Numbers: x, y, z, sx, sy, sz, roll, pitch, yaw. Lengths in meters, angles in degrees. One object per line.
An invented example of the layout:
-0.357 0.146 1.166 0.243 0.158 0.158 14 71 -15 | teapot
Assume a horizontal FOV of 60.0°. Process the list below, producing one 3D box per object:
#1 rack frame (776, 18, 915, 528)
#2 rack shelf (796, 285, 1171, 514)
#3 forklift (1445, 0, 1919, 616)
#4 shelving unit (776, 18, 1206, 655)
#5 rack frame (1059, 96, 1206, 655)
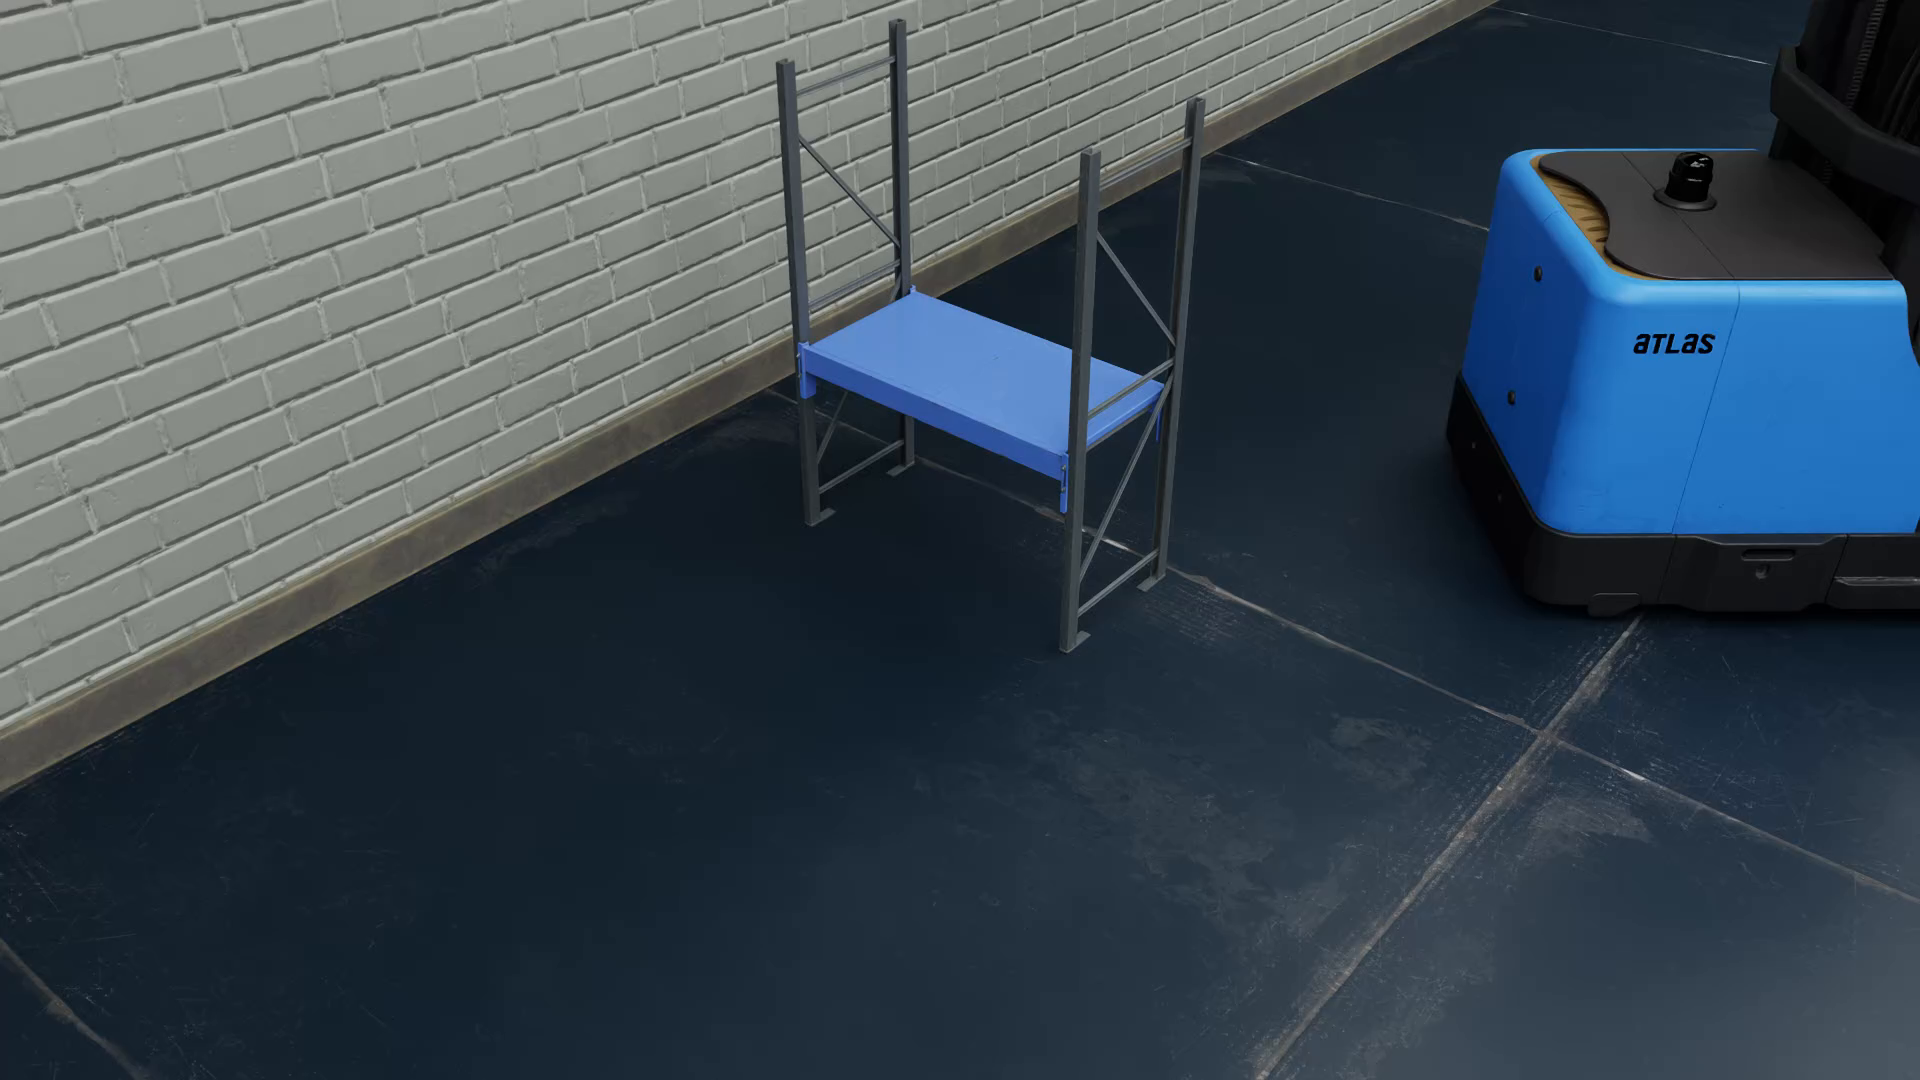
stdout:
-0.325 -0.771 5.049 0.032 1.500 0.500 25 42 32 | rack frame
0.066 -0.439 4.882 1.000 0.185 0.538 25 42 32 | rack shelf
3.162 -1.262 4.499 3.031 2.935 1.130 0 34 0 | forklift
0.066 -0.587 4.780 1.048 1.500 0.538 25 42 32 | shelving unit
0.456 -0.403 4.512 0.032 1.500 0.500 25 42 32 | rack frame
